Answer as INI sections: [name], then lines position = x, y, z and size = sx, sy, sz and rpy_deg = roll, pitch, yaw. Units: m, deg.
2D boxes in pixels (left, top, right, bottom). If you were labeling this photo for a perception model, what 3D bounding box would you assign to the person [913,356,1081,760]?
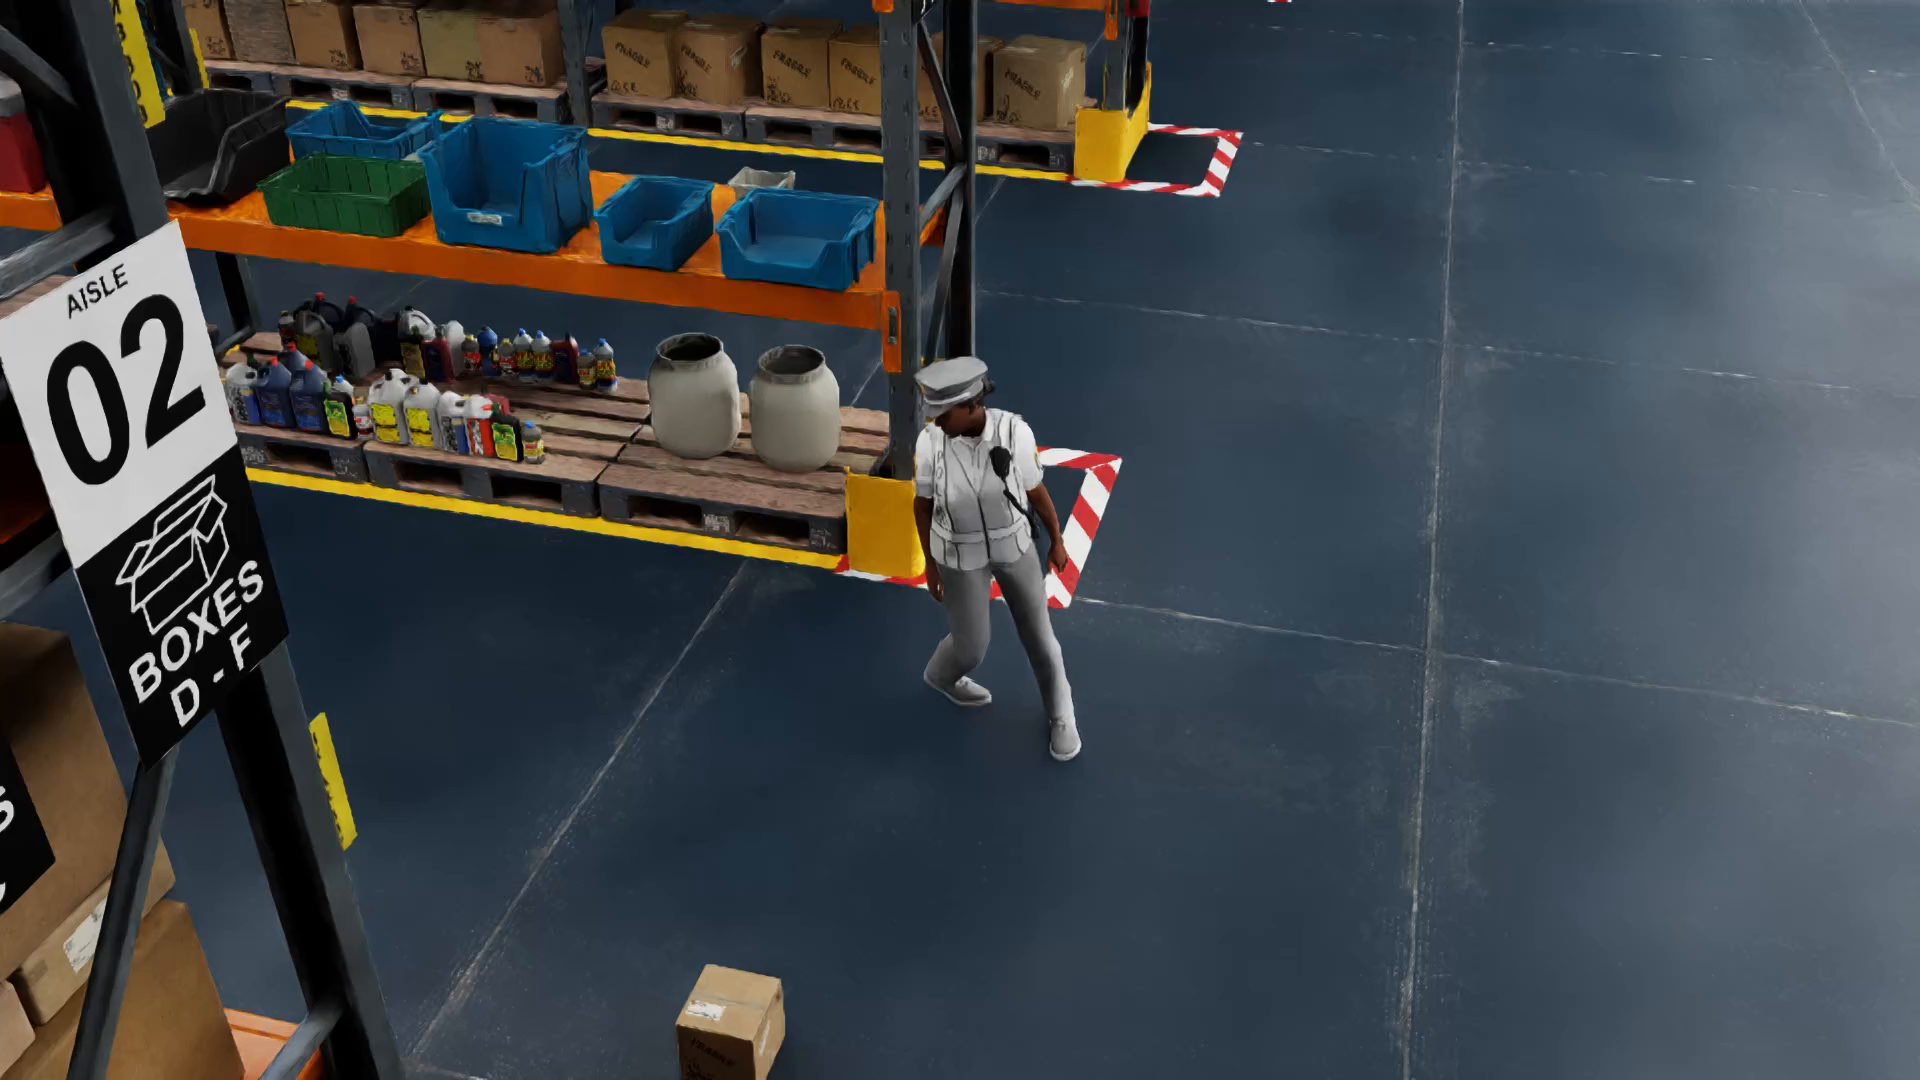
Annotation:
[person]
position = 0.138, 0.045, 6.088
size = 0.603, 1.611, 0.595
rpy_deg = -8, 34, -12
